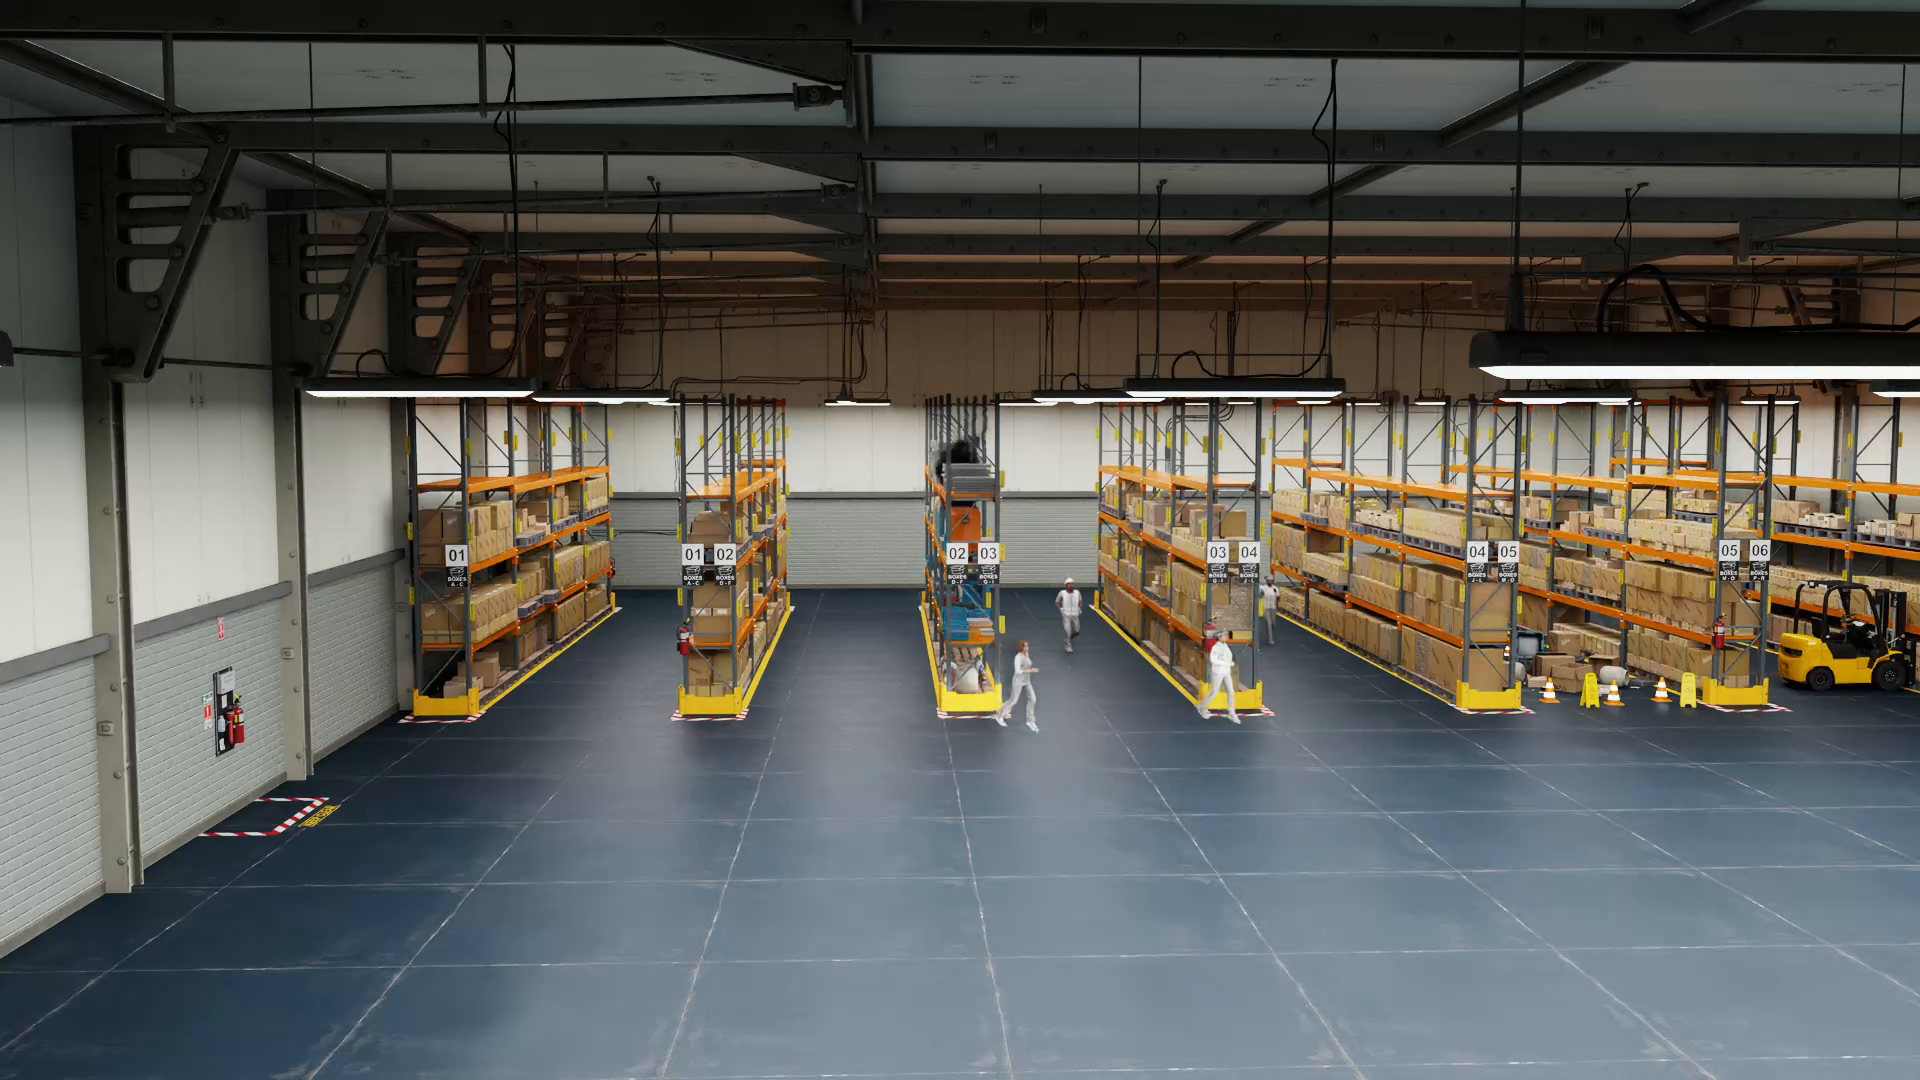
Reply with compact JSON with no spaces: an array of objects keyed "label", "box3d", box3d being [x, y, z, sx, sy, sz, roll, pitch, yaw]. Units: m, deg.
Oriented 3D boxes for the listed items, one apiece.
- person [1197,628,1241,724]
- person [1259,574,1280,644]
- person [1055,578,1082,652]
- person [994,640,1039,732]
[{"label":"person","box3d":[4.768,2.455,30.354,0.905,1.702,0.642,4,6,45]},{"label":"person","box3d":[7.551,1.673,40.678,0.594,1.688,0.755,-1,5,-6]},{"label":"person","box3d":[2.580,1.769,39.090,0.679,1.733,0.586,-1,5,-11]},{"label":"person","box3d":[1.047,2.585,29.651,0.849,1.633,0.549,3,5,33]}]
